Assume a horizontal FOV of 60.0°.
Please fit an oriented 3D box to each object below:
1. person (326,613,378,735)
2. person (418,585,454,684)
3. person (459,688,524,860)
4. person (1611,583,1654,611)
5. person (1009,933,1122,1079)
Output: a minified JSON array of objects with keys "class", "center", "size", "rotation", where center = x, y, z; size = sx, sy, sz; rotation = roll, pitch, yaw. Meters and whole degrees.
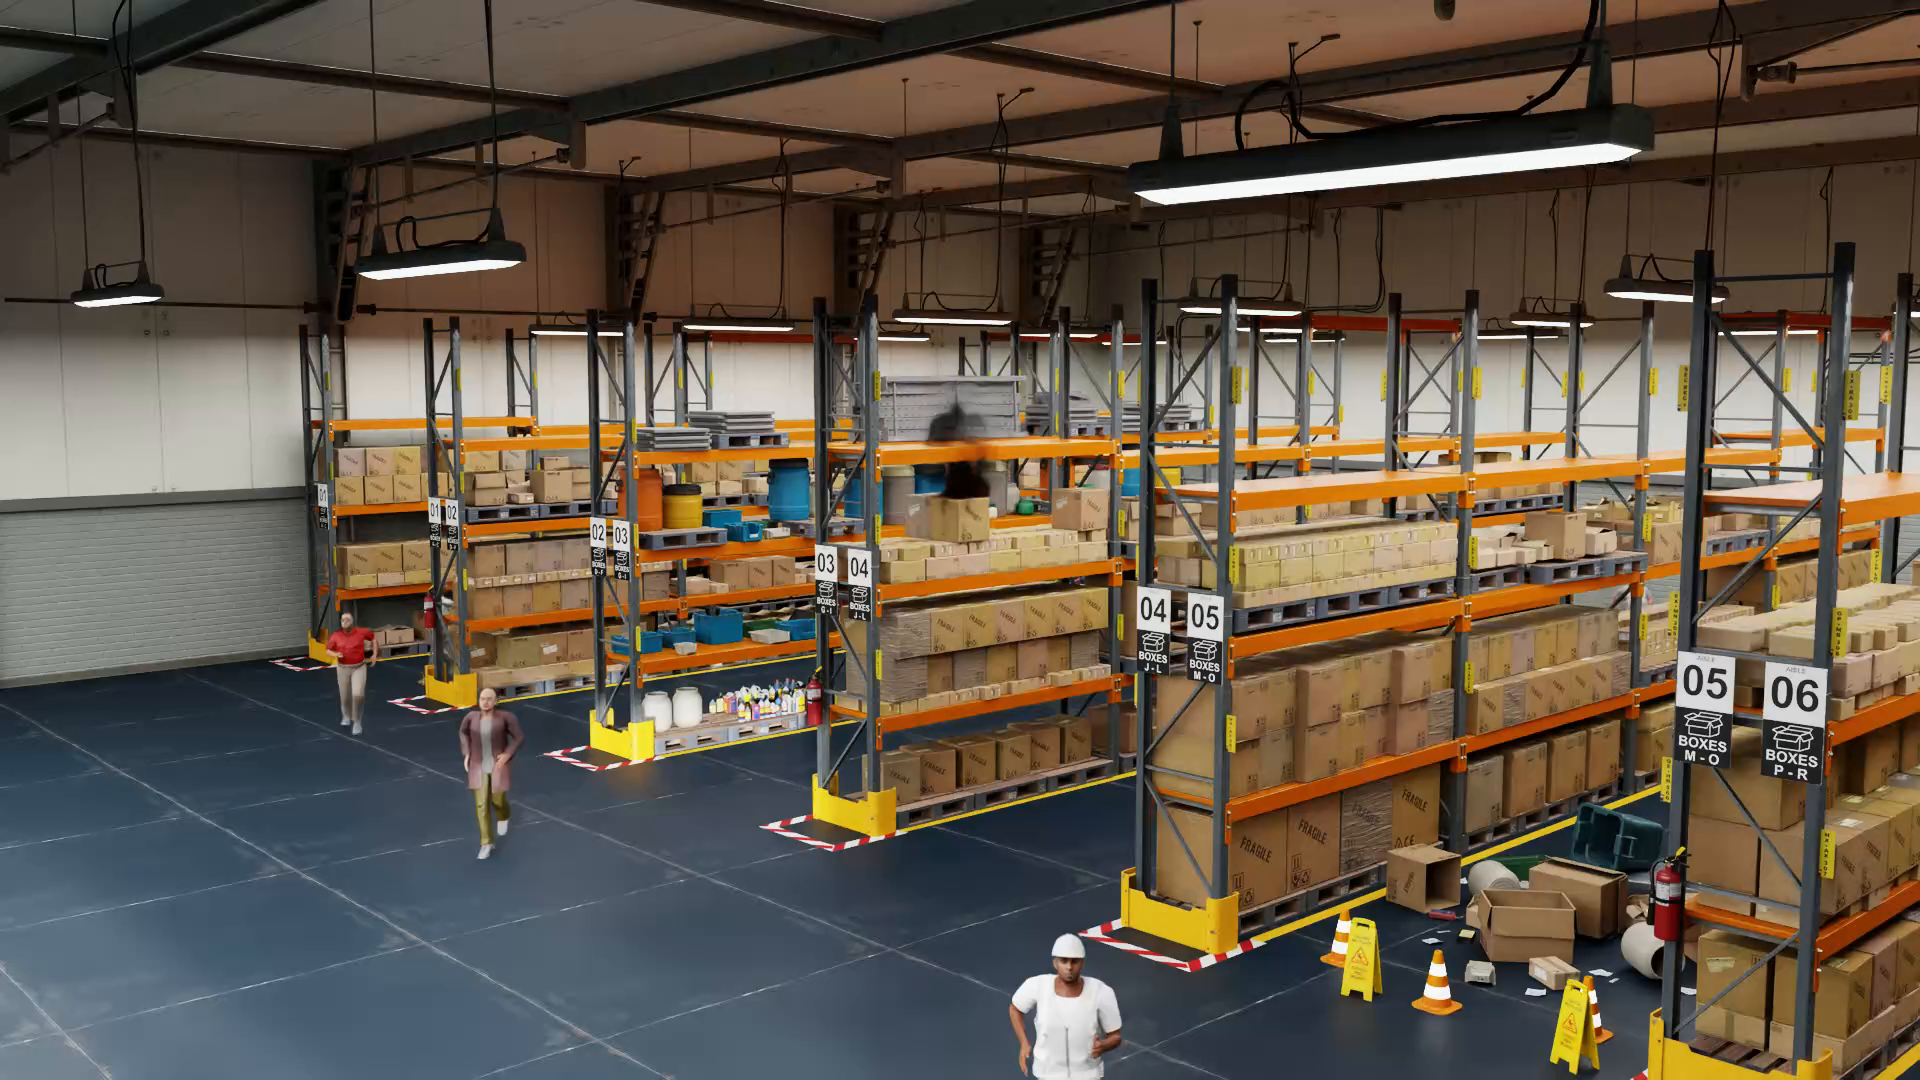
[{"class":"person","center":[-8.722,1.916,23.862],"size":[0.673,1.772,0.881],"rotation":[-1,6,-12]},{"class":"person","center":[-8.693,1.505,27.682],"size":[0.583,1.676,0.916],"rotation":[4,7,32]},{"class":"person","center":[-5.085,2.478,18.047],"size":[0.722,1.782,0.947],"rotation":[-1,6,-6]},{"class":"person","center":[11.769,1.379,28.958],"size":[0.715,1.758,0.633],"rotation":[-1,6,-7]},{"class":"person","center":[0.646,3.284,10.054],"size":[0.674,1.809,0.696],"rotation":[0,6,-1]}]
